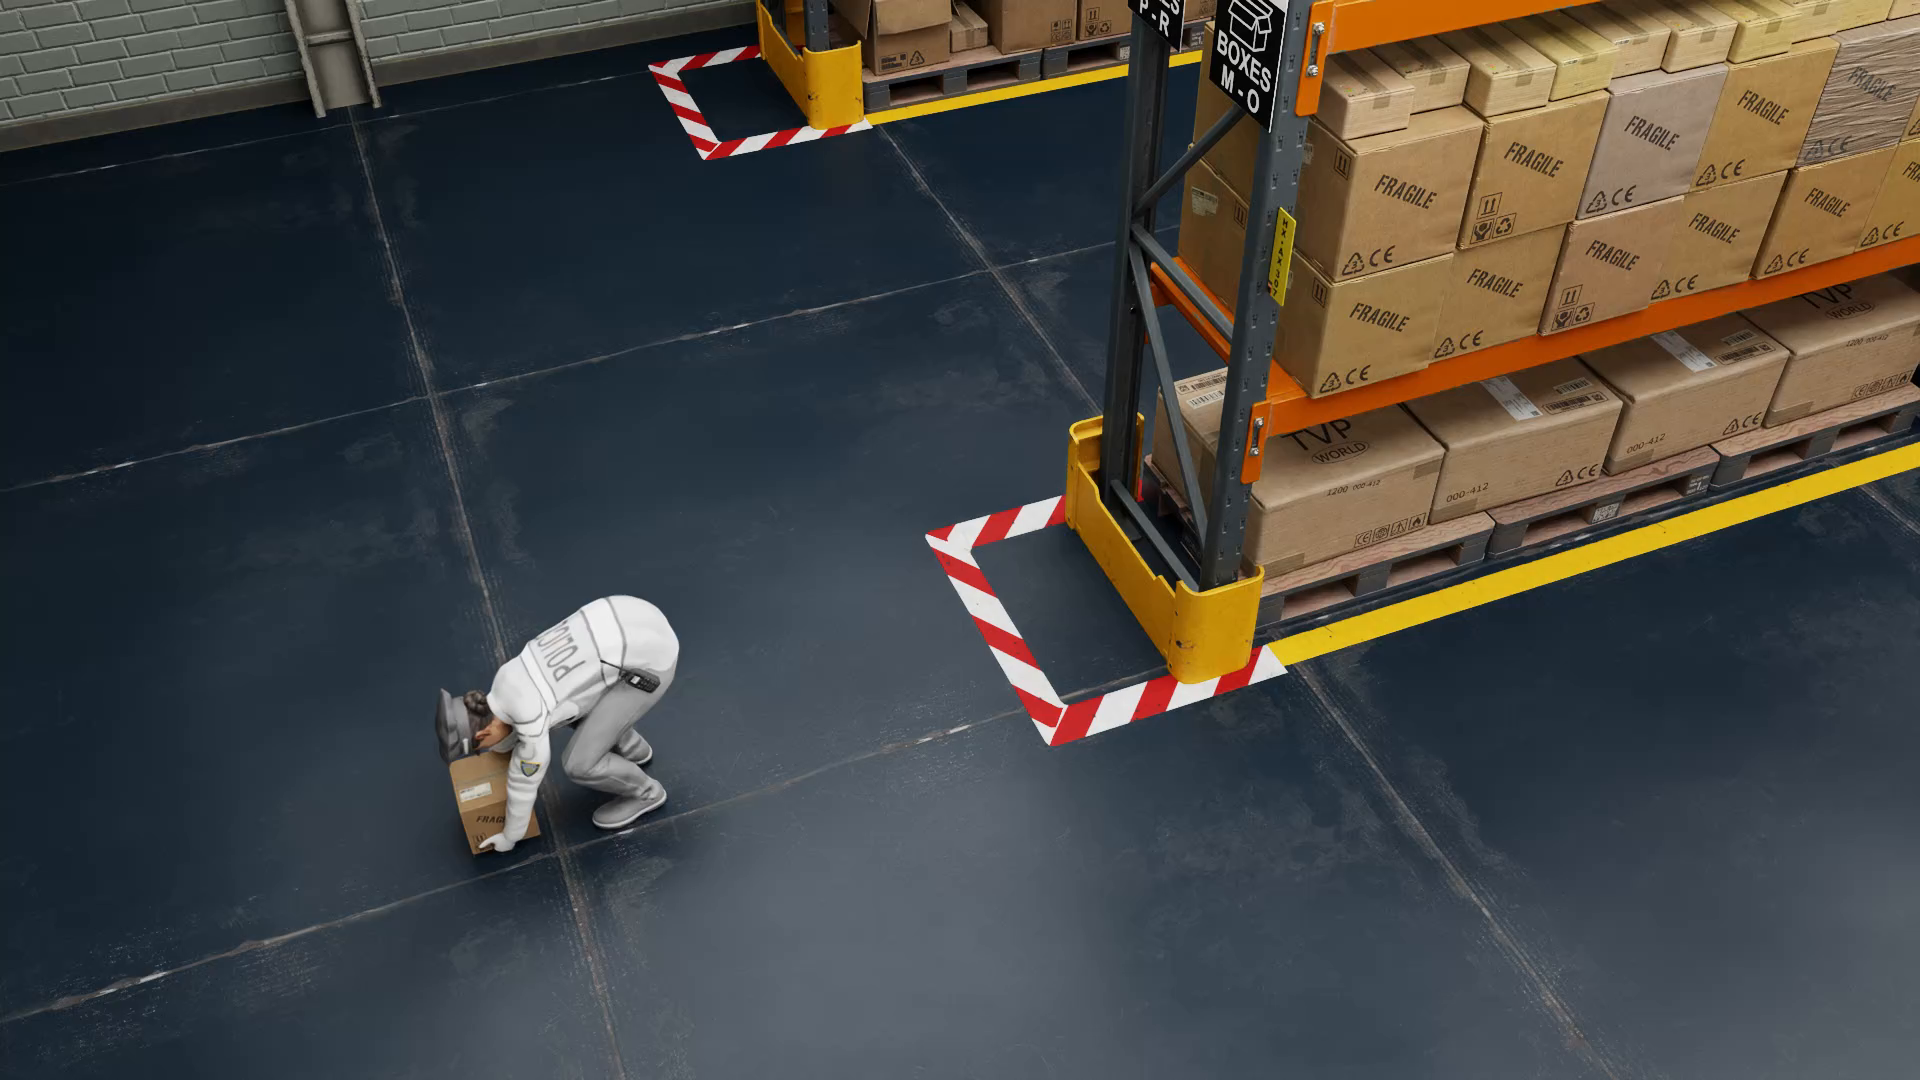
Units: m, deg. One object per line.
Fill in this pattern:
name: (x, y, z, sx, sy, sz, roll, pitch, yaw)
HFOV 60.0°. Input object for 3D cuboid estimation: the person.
person: (-1.425, 0.671, 6.015, 0.883, 0.862, 0.466, -17, 45, -18)
